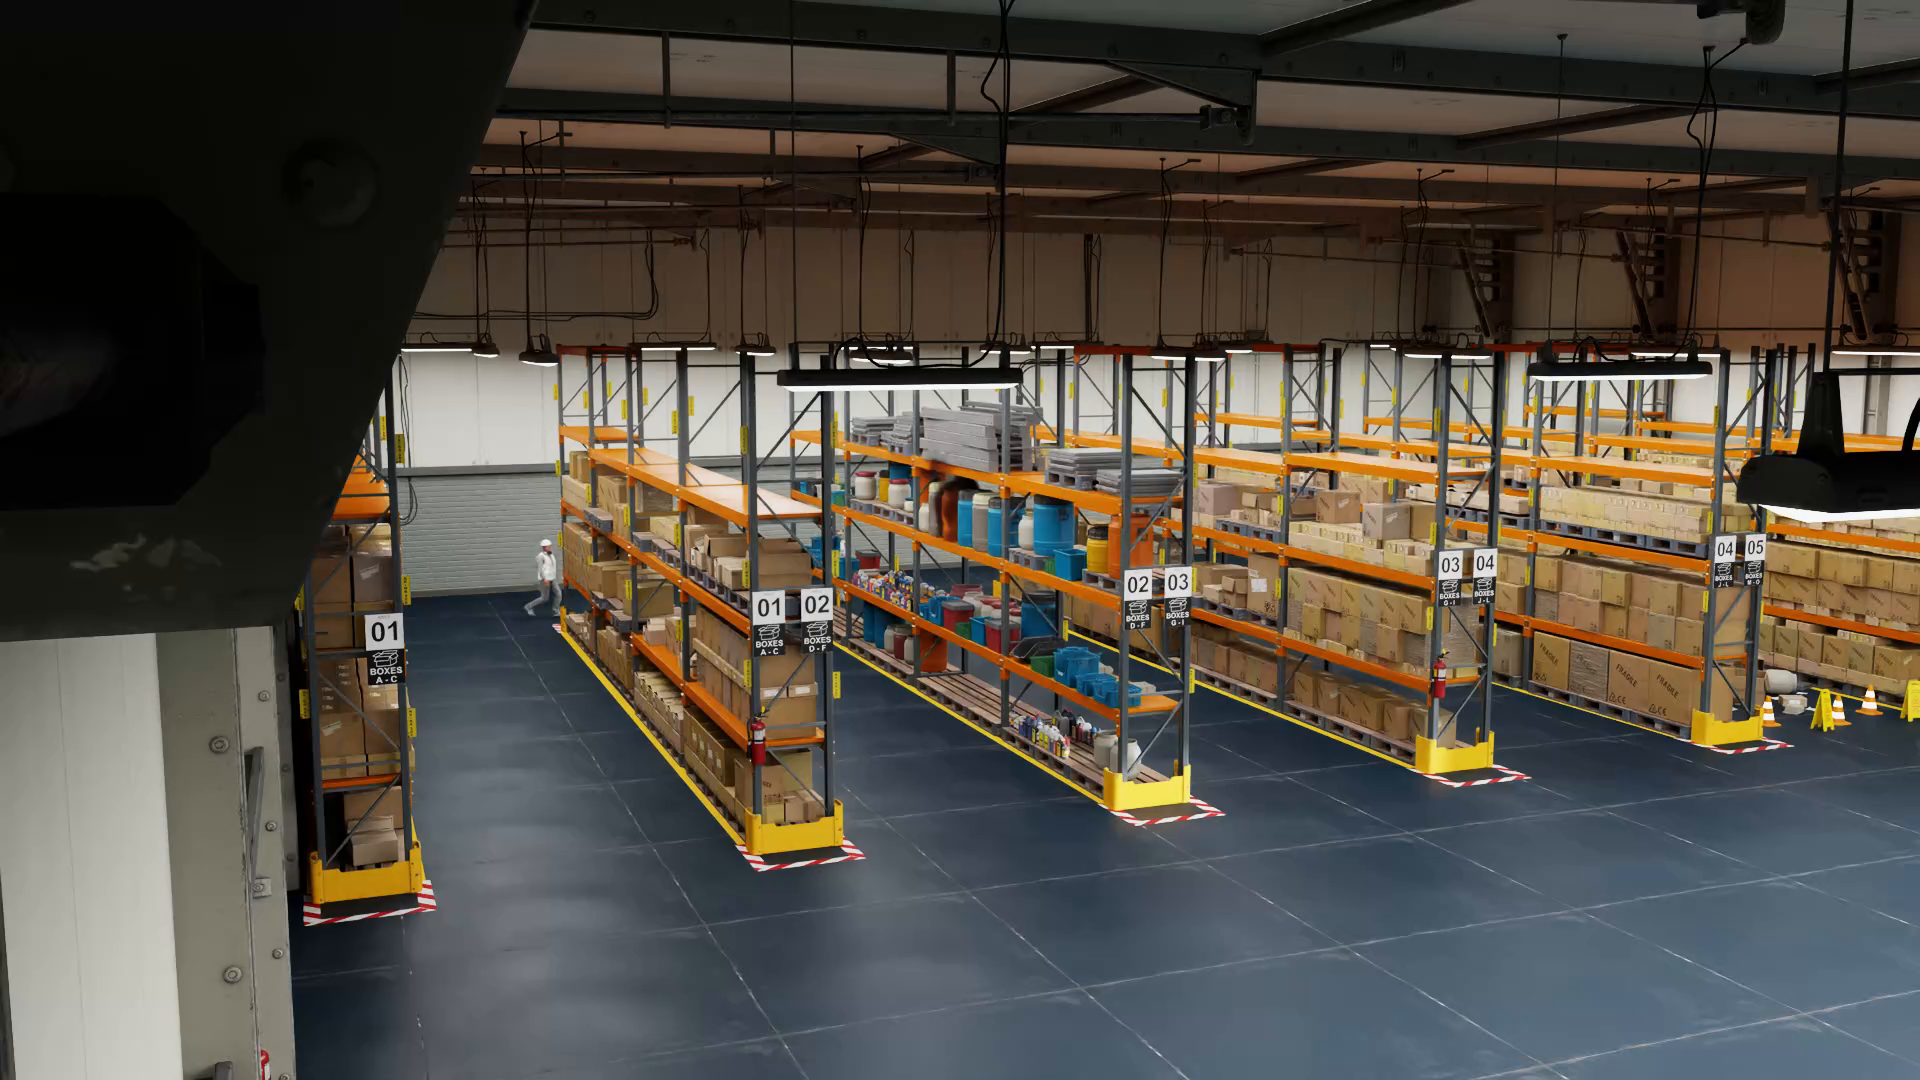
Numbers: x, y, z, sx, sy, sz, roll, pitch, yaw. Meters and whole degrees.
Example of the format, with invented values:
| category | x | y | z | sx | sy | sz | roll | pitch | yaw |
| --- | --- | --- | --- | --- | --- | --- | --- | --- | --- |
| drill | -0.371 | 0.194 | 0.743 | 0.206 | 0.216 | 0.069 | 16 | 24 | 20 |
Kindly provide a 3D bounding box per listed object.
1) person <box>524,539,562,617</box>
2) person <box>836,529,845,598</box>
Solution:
| category | x | y | z | sx | sy | sz | roll | pitch | yaw |
| --- | --- | --- | --- | --- | --- | --- | --- | --- | --- |
| person | -9.088 | 0.840 | 36.430 | 0.877 | 1.723 | 0.577 | 1 | 7 | 5 |
| person | -2.778 | 0.539 | 38.827 | 0.488 | 1.611 | 0.477 | 6 | 9 | 40 |
